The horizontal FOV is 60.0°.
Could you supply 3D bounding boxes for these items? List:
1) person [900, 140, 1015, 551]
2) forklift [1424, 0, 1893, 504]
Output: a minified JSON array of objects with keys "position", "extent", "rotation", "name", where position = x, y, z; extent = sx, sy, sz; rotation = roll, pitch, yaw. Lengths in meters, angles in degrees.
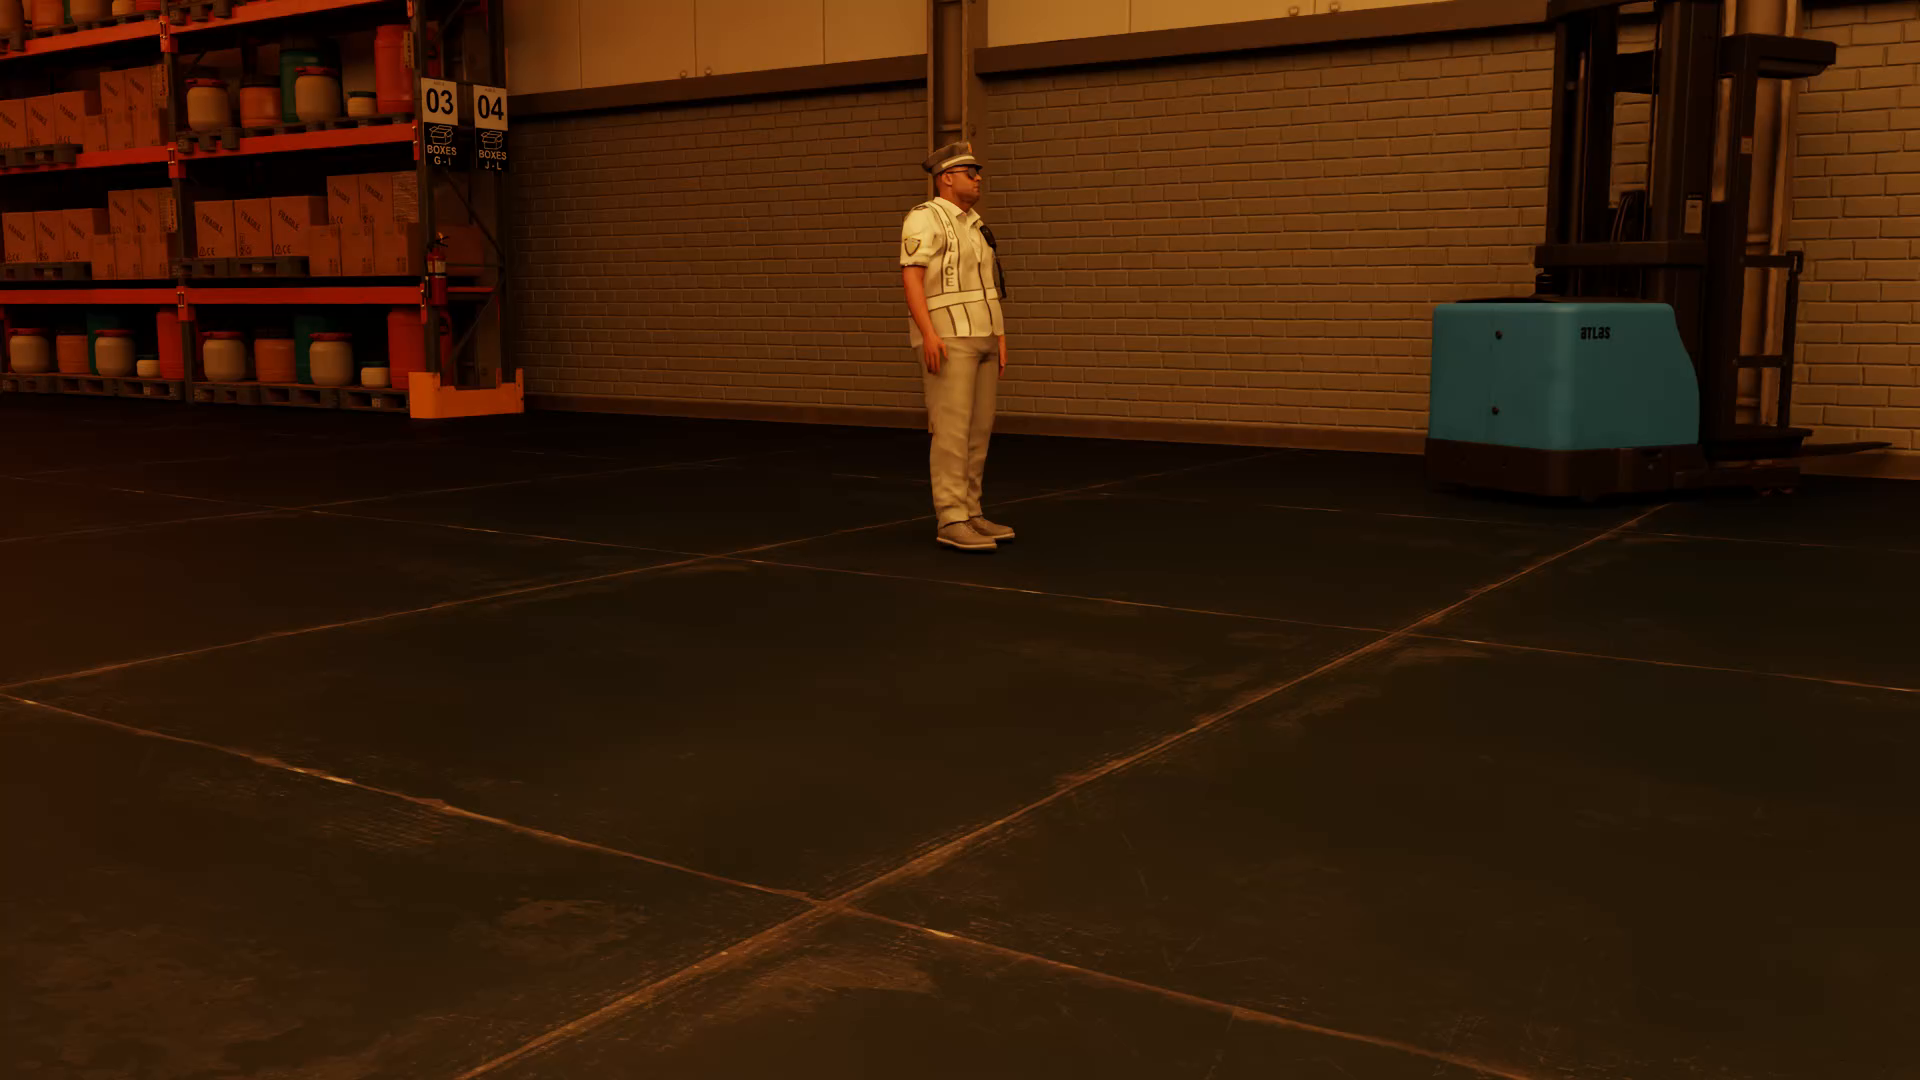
[{"position":[0.059,-0.883,7.425],"extent":[0.574,1.781,0.641],"rotation":[5,10,34],"name":"person"},{"position":[4.206,-1.763,9.593],"extent":[3.031,2.935,1.130],"rotation":[-4,9,-27],"name":"forklift"}]
